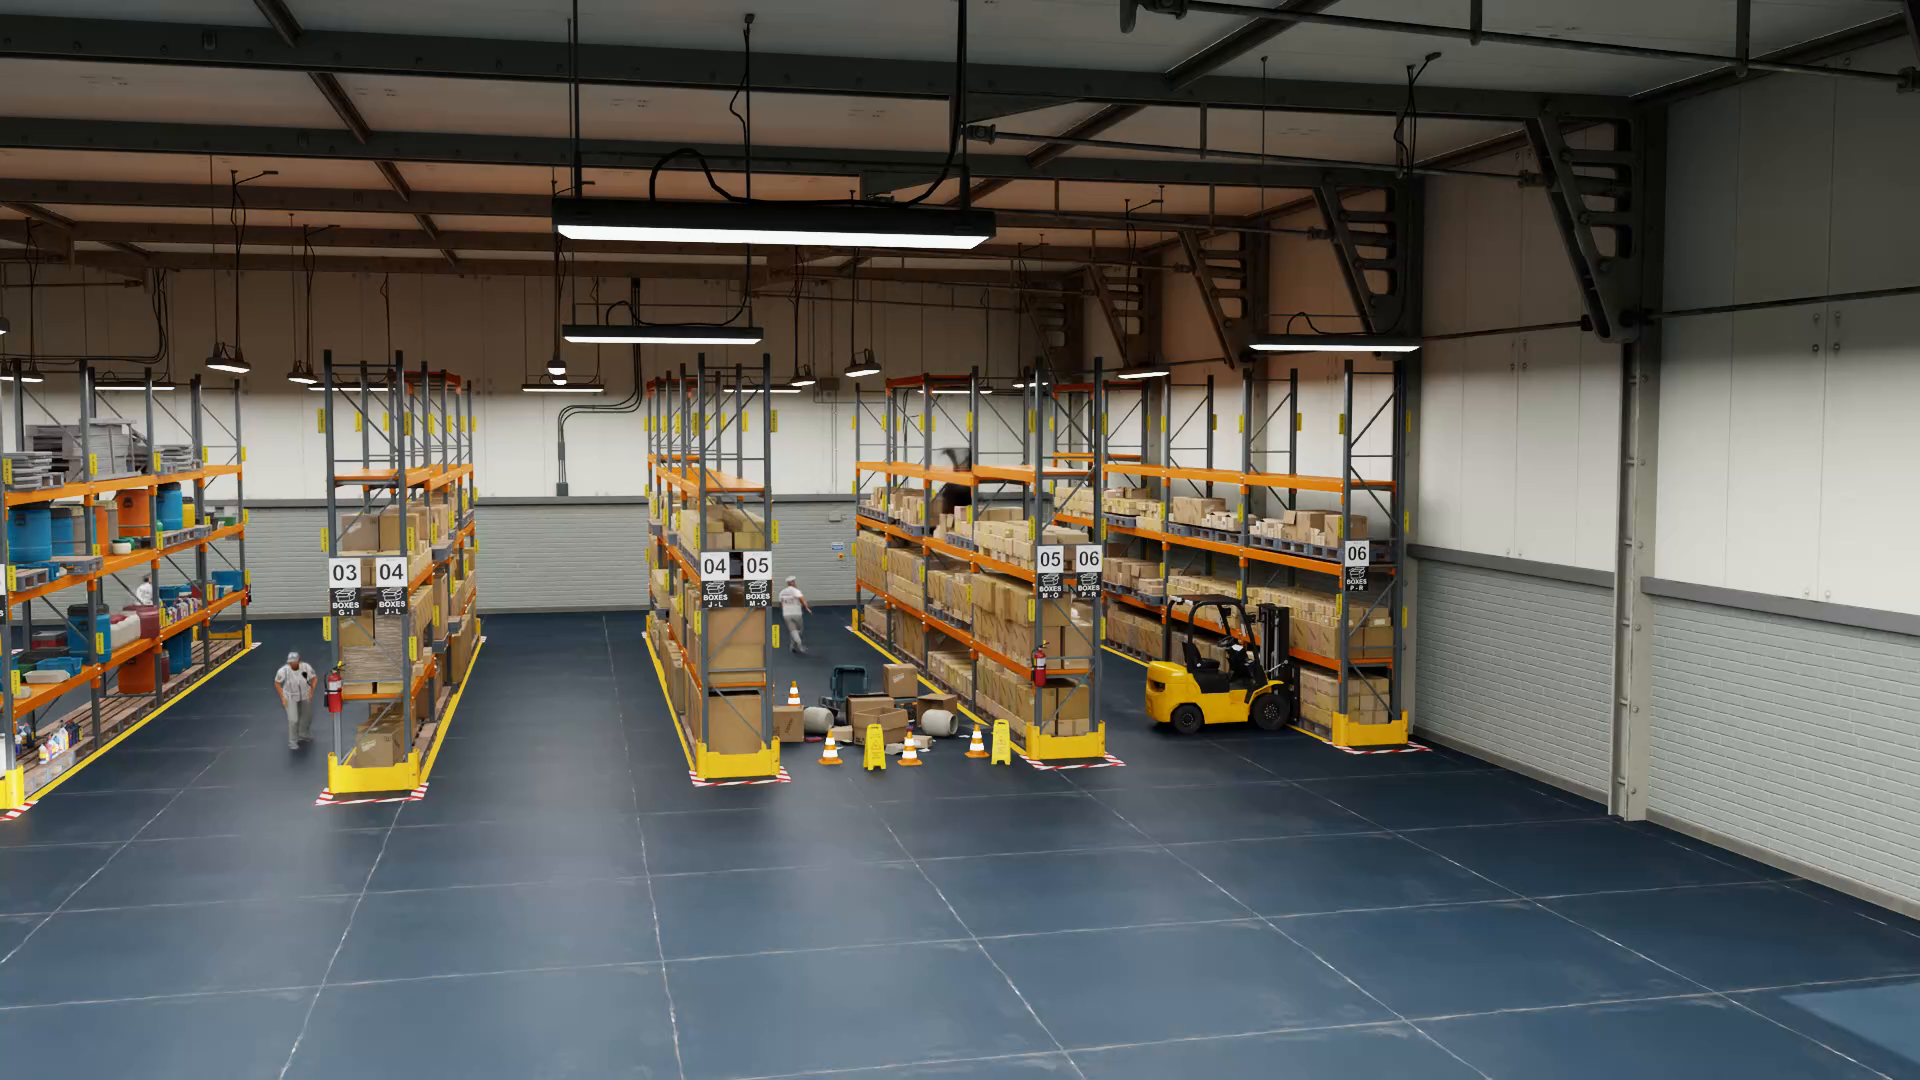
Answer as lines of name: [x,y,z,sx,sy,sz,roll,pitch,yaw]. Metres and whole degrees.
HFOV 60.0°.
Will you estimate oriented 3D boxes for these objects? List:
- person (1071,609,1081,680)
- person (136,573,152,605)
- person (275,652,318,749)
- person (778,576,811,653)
person: [1.999,1.926,31.624,0.688,1.790,0.906,-1,4,-19]
person: [-18.771,1.546,38.404,0.474,1.590,0.715,1,4,11]
person: [-10.277,2.459,25.827,0.681,1.535,0.839,-4,5,-41]
person: [-3.627,1.657,36.286,0.789,1.718,0.694,1,4,10]
